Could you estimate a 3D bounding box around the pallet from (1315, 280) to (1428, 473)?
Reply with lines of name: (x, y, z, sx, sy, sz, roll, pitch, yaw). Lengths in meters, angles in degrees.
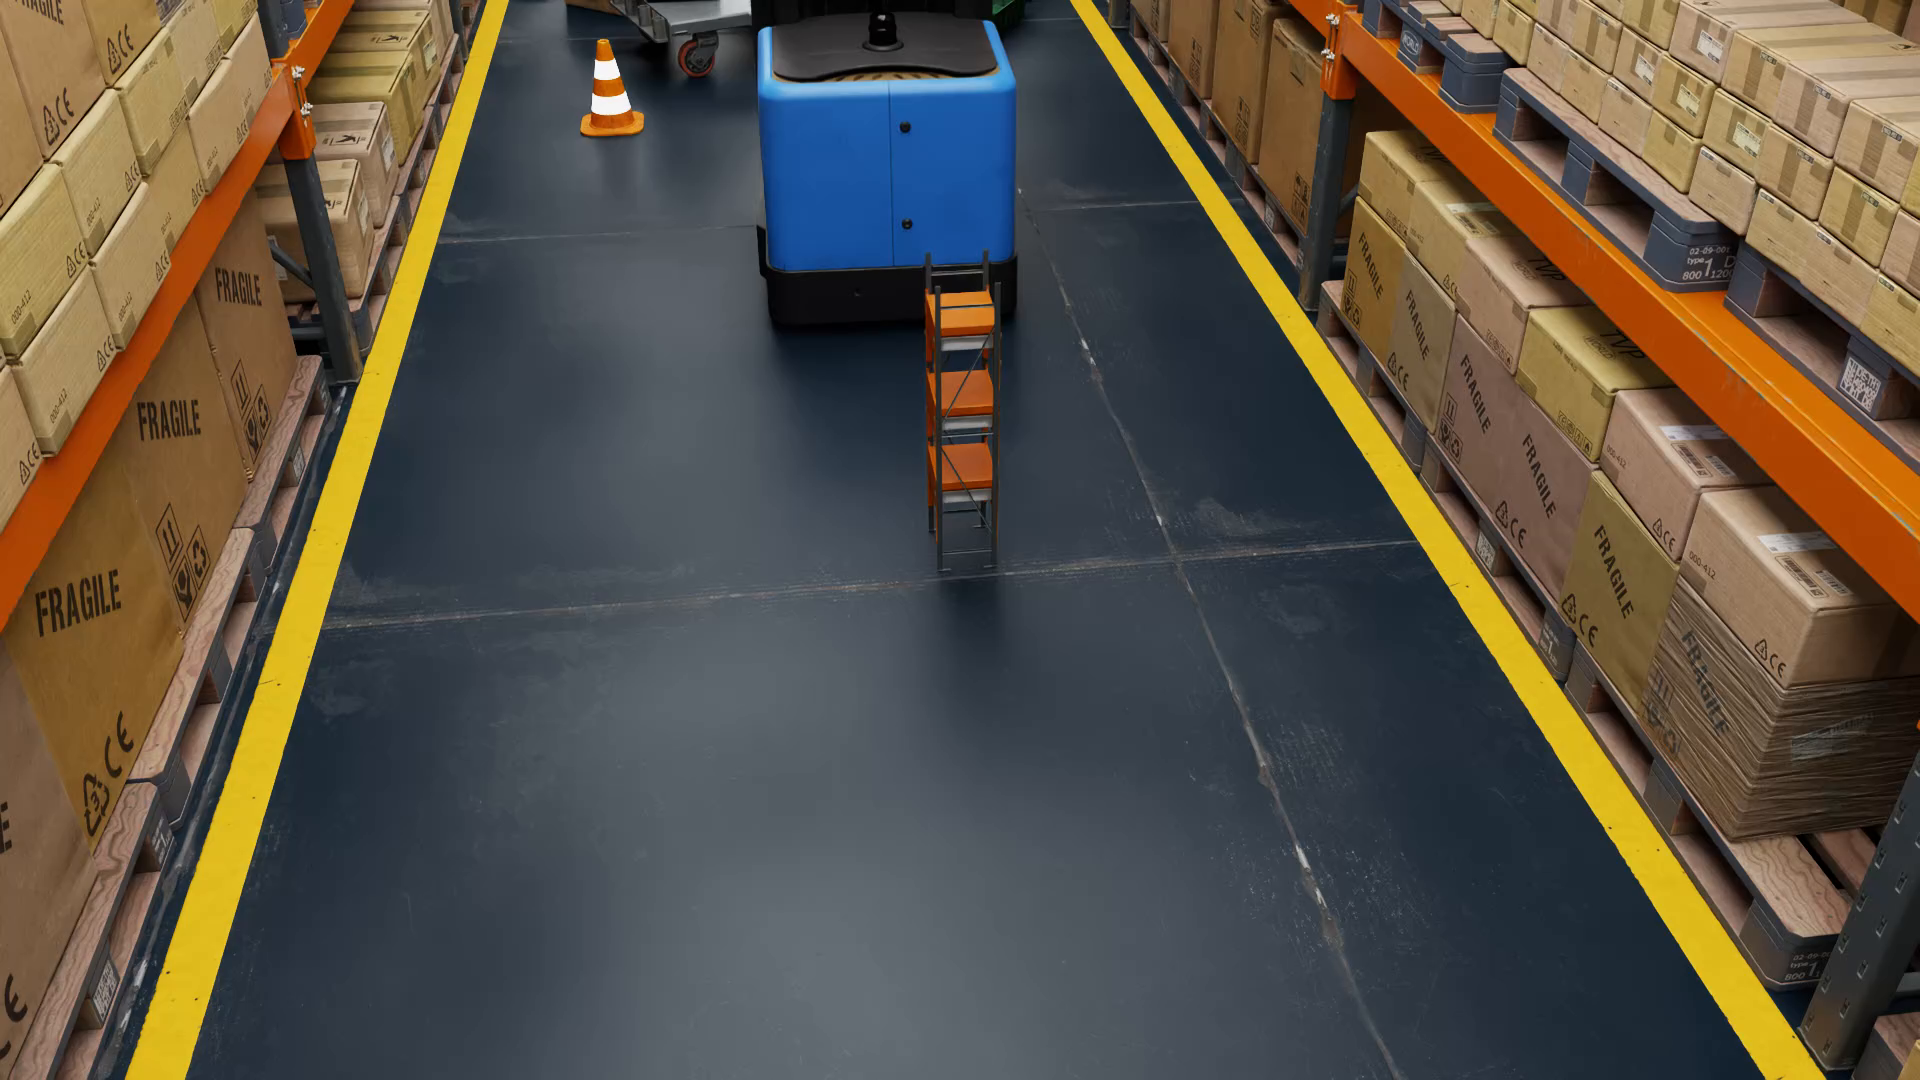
pallet: (2.084, -0.700, 6.590, 1.003, 0.211, 1.213, -4, 35, -6)

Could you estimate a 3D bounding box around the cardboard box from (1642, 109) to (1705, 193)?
cardboard box: (2.091, -1.060, 4.491, 0.380, 0.149, 0.250, -3, 34, -4)

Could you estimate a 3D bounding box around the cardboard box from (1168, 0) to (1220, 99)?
cardboard box: (1.741, -2.886, 8.947, 1.050, 0.750, 0.750, -4, 35, -6)

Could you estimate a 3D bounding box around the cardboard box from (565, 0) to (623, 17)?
cardboard box: (-2.244, -3.758, 10.819, 0.500, 0.500, 0.500, 20, 39, 26)

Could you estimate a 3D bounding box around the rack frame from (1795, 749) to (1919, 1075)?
rack frame: (2.519, -0.056, 3.169, 1.000, 3.000, 0.127, -4, 35, -6)

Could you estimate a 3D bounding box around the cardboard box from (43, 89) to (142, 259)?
cardboard box: (-2.362, -0.891, 4.083, 0.500, 0.250, 0.500, -5, 35, -8)

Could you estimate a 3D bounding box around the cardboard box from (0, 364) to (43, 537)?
cardboard box: (-2.241, -0.117, 3.392, 0.500, 0.250, 0.500, -5, 35, -8)

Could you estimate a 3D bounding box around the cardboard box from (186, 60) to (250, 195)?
cardboard box: (-2.501, -1.249, 5.052, 0.500, 0.250, 0.500, -4, 34, -6)

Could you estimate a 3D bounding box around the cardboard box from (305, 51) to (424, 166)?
cardboard box: (-3.180, -2.096, 8.122, 0.950, 0.372, 0.625, -3, 34, -5)

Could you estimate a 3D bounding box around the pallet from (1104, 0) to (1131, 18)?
pallet: (1.418, -3.799, 11.137, 1.003, 0.211, 1.213, -4, 35, -6)

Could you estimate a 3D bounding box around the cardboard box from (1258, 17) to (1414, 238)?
cardboard box: (1.988, -1.879, 7.468, 1.050, 0.750, 0.750, -5, 35, -7)

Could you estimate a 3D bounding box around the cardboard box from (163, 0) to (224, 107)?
cardboard box: (-2.521, -1.465, 4.925, 0.500, 0.250, 0.500, -5, 35, -8)

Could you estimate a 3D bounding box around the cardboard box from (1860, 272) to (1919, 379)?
cardboard box: (2.233, -0.478, 3.638, 0.380, 0.149, 0.250, -4, 34, -6)

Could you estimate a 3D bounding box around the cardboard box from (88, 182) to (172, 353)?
cardboard box: (-2.353, -0.684, 4.224, 0.500, 0.250, 0.500, -5, 35, -7)

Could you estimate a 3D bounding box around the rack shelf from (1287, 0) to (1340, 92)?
rack shelf: (1.712, -3.107, 8.285, 1.077, 0.370, 4.000, -4, 35, -6)

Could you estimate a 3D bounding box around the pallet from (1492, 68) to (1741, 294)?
pallet: (2.288, -1.108, 4.882, 1.003, 0.211, 1.213, -4, 35, -6)

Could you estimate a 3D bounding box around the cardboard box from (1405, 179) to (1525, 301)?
cardboard box: (1.902, -1.053, 5.812, 0.500, 0.250, 0.500, -5, 35, -7)

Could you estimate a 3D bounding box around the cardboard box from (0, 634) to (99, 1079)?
cardboard box: (-2.535, 0.739, 3.515, 0.875, 0.875, 0.875, -3, 34, -5)

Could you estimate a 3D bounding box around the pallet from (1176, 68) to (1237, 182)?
pallet: (1.789, -2.261, 8.881, 1.003, 0.211, 1.213, -4, 35, -6)

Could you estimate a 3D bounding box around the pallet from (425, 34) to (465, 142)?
pallet: (-3.342, -2.503, 9.235, 1.003, 0.211, 1.213, -4, 35, -6)

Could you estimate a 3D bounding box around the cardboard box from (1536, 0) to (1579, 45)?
cardboard box: (1.991, -1.617, 5.045, 0.380, 0.149, 0.250, -4, 35, -6)

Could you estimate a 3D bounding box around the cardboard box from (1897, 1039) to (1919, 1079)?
cardboard box: (2.249, 1.176, 3.520, 0.380, 0.149, 0.250, -6, 35, -8)

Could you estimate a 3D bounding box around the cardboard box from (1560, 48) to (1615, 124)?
cardboard box: (2.021, -1.354, 4.923, 0.380, 0.149, 0.250, -4, 34, -6)

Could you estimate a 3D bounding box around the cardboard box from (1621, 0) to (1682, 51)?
cardboard box: (2.059, -1.459, 4.549, 0.380, 0.149, 0.250, -5, 35, -7)

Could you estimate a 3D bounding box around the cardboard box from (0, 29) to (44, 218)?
cardboard box: (-2.308, -0.909, 3.443, 0.500, 0.500, 0.500, -5, 35, -8)

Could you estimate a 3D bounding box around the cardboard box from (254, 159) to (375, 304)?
cardboard box: (-2.977, -1.261, 6.897, 0.950, 0.372, 0.625, -7, 35, -10)

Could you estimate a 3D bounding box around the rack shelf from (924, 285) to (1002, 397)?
rack shelf: (0.007, -0.630, 5.257, 0.215, 0.259, 0.240, -4, 35, -6)

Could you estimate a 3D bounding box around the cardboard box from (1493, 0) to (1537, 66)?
cardboard box: (1.951, -1.643, 5.347, 0.380, 0.149, 0.250, -3, 34, -4)

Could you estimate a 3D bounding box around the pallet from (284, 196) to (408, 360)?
pallet: (-3.014, -1.141, 7.237, 1.003, 0.211, 1.213, -4, 35, -6)

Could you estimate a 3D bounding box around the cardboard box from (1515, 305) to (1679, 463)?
cardboard box: (2.027, -0.485, 4.979, 0.500, 0.250, 0.500, -6, 35, -8)

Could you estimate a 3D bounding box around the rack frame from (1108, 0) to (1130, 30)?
rack frame: (1.443, -4.521, 9.720, 1.000, 3.000, 0.127, -4, 35, -6)

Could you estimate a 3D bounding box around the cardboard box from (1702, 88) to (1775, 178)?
cardboard box: (2.128, -1.039, 4.197, 0.380, 0.149, 0.250, -6, 35, -9)

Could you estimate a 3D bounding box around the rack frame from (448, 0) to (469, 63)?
rack frame: (-3.449, -4.089, 9.087, 1.000, 3.000, 0.127, -4, 35, -6)

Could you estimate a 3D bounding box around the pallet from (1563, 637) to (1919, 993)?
pallet: (2.413, 0.662, 4.592, 1.003, 0.211, 1.213, -4, 35, -6)

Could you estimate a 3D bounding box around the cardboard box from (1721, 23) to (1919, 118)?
cardboard box: (2.136, -1.159, 4.109, 0.380, 0.149, 0.250, -5, 35, -8)

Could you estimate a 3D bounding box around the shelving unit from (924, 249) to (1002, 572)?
shelving unit: (0.007, -0.404, 5.411, 0.215, 1.050, 0.252, -4, 35, -6)

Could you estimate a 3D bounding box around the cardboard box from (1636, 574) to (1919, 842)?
cardboard box: (2.170, 0.409, 4.333, 0.500, 0.500, 0.500, -5, 35, -7)

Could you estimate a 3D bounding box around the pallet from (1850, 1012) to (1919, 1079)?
pallet: (2.644, 1.468, 3.408, 1.003, 0.211, 1.213, -4, 35, -6)

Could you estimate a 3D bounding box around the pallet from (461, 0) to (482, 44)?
pallet: (-3.574, -3.309, 10.418, 1.003, 0.211, 1.213, -4, 35, -6)

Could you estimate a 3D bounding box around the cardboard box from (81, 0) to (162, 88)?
cardboard box: (-2.445, -1.480, 4.281, 0.500, 0.500, 0.500, -4, 35, -6)

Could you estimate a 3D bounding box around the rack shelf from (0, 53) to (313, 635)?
rack shelf: (-2.642, -0.444, 4.377, 1.077, 0.370, 4.000, -4, 35, -6)

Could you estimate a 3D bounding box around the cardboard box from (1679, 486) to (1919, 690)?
cardboard box: (2.168, 0.097, 4.125, 0.500, 0.250, 0.500, -5, 35, -8)

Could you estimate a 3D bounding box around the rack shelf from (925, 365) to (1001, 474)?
rack shelf: (0.007, -0.395, 5.416, 0.215, 0.259, 0.240, -4, 35, -6)

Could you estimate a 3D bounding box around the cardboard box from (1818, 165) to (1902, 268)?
cardboard box: (2.202, -0.742, 3.761, 0.380, 0.149, 0.250, -3, 34, -4)

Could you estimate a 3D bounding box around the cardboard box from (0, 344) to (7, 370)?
cardboard box: (-2.250, -0.325, 3.253, 0.500, 0.250, 0.500, -4, 34, -6)

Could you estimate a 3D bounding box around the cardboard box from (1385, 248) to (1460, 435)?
cardboard box: (1.894, -0.735, 6.011, 0.500, 0.500, 0.500, -4, 34, -6)

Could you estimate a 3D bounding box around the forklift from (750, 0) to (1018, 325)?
forklift: (-0.422, -2.922, 7.435, 1.130, 2.935, 3.031, -3, 34, -5)

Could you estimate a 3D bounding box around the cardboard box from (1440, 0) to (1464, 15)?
cardboard box: (1.877, -1.944, 5.789, 0.380, 0.149, 0.250, -3, 34, -4)

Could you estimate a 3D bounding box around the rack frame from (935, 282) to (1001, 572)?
rack frame: (0.024, -0.336, 5.311, 0.200, 1.050, 0.008, -4, 35, -6)

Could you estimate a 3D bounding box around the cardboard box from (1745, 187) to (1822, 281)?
cardboard box: (2.169, -0.757, 4.047, 0.380, 0.149, 0.250, -6, 35, -9)

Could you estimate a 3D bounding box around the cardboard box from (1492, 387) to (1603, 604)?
cardboard box: (2.036, -0.164, 5.174, 0.500, 0.500, 0.500, -5, 35, -7)

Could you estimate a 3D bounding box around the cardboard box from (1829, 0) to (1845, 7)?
cardboard box: (2.673, -1.644, 4.820, 0.380, 0.149, 0.250, -3, 34, -4)

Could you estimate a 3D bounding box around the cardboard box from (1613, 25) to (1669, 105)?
cardboard box: (2.062, -1.327, 4.620, 0.380, 0.149, 0.250, -3, 34, -5)

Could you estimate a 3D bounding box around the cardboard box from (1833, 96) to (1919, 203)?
cardboard box: (2.202, -0.875, 3.693, 0.380, 0.149, 0.250, -5, 35, -8)

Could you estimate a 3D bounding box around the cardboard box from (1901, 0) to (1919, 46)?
cardboard box: (2.747, -1.348, 4.386, 0.380, 0.149, 0.250, -3, 34, -5)

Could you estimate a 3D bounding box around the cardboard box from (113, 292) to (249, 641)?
cardboard box: (-2.784, -0.263, 4.986, 0.875, 0.875, 0.875, -4, 34, -6)

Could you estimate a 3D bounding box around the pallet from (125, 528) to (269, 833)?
pallet: (-2.719, 0.420, 4.946, 1.003, 0.211, 1.213, -4, 35, -6)

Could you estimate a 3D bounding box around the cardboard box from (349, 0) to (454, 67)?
cardboard box: (-3.376, -2.885, 9.280, 0.950, 0.372, 0.625, -4, 34, -6)
